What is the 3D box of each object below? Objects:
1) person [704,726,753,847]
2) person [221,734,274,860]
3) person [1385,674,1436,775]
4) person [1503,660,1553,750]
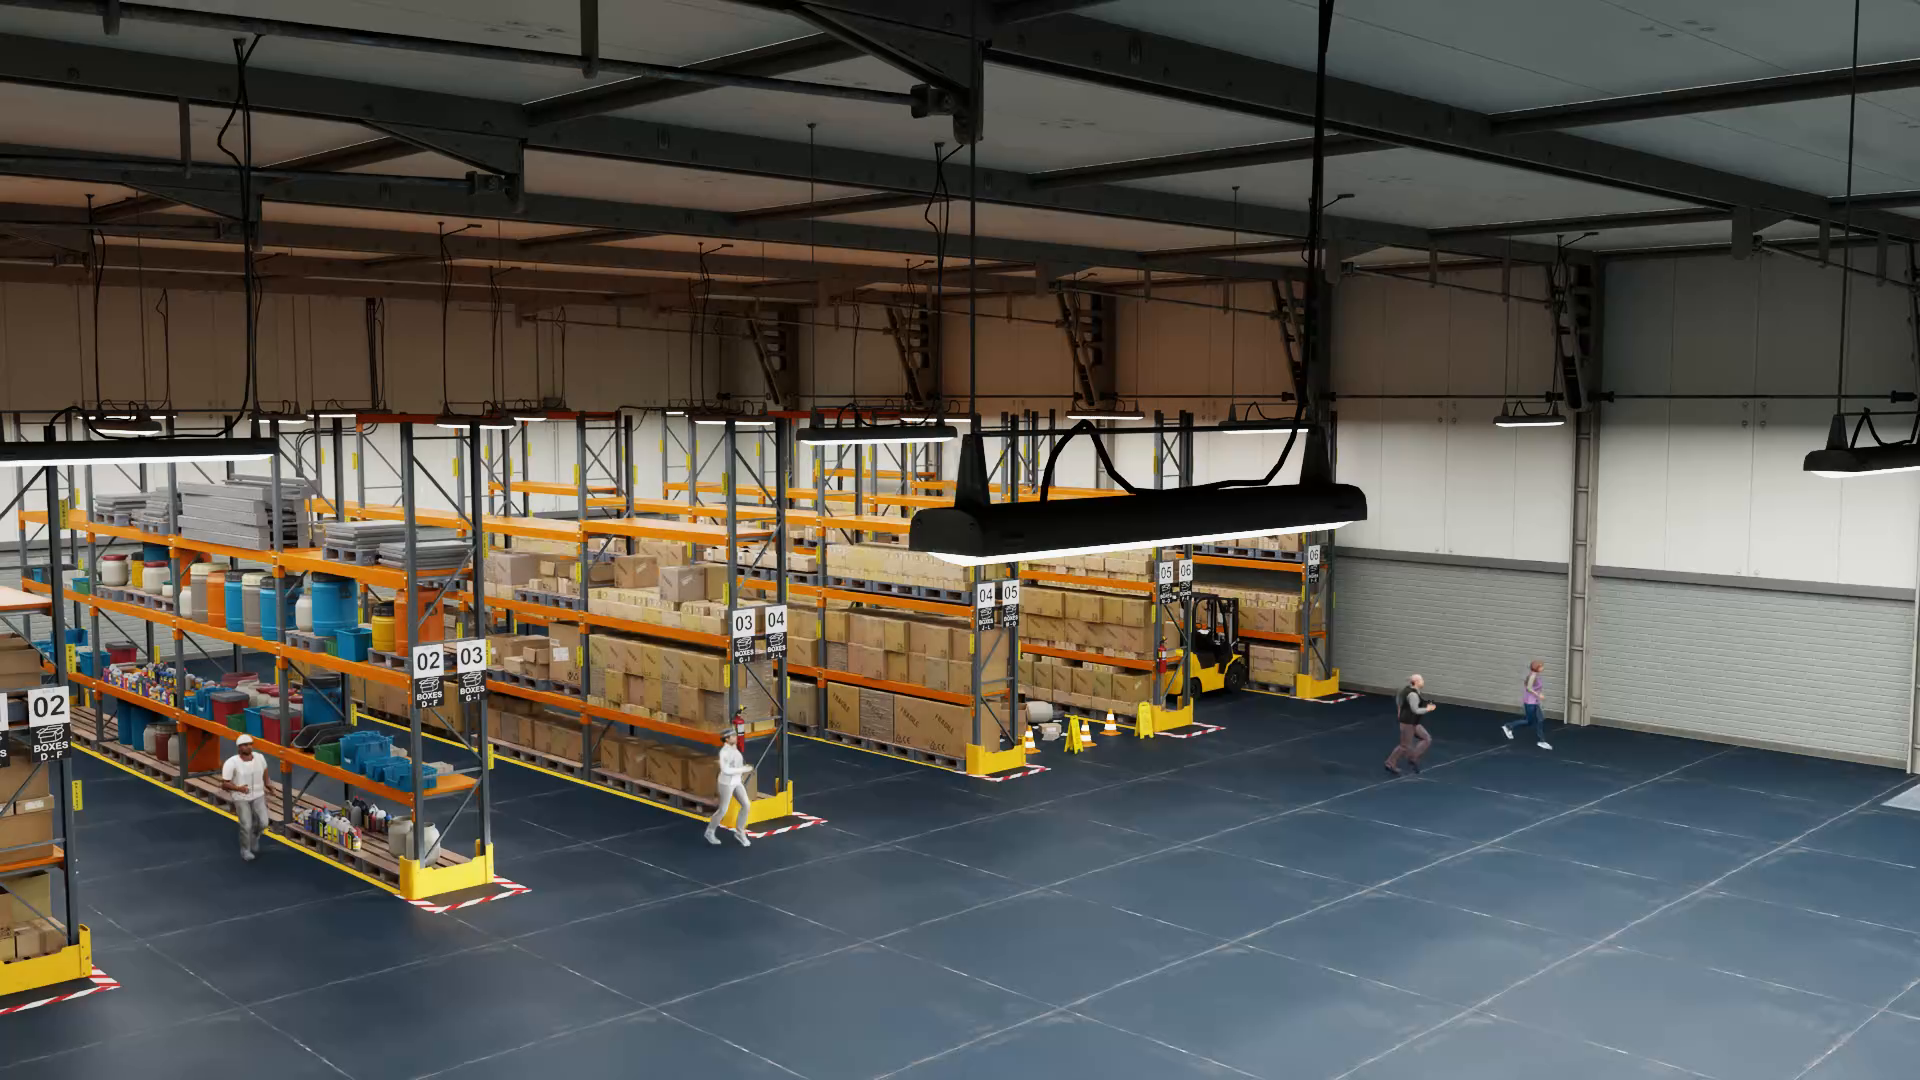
[{"bbox_3d":[-3.240,3.464,23.333,0.757,1.732,0.622,2,5,18],"label":"person"},{"bbox_3d":[-9.654,3.504,22.618,0.582,1.722,0.692,5,7,44],"label":"person"},{"bbox_3d":[7.497,3.071,27.675,0.806,1.710,0.682,1,5,14],"label":"person"},{"bbox_3d":[10.256,2.948,29.963,0.876,1.589,0.566,2,5,25],"label":"person"}]
